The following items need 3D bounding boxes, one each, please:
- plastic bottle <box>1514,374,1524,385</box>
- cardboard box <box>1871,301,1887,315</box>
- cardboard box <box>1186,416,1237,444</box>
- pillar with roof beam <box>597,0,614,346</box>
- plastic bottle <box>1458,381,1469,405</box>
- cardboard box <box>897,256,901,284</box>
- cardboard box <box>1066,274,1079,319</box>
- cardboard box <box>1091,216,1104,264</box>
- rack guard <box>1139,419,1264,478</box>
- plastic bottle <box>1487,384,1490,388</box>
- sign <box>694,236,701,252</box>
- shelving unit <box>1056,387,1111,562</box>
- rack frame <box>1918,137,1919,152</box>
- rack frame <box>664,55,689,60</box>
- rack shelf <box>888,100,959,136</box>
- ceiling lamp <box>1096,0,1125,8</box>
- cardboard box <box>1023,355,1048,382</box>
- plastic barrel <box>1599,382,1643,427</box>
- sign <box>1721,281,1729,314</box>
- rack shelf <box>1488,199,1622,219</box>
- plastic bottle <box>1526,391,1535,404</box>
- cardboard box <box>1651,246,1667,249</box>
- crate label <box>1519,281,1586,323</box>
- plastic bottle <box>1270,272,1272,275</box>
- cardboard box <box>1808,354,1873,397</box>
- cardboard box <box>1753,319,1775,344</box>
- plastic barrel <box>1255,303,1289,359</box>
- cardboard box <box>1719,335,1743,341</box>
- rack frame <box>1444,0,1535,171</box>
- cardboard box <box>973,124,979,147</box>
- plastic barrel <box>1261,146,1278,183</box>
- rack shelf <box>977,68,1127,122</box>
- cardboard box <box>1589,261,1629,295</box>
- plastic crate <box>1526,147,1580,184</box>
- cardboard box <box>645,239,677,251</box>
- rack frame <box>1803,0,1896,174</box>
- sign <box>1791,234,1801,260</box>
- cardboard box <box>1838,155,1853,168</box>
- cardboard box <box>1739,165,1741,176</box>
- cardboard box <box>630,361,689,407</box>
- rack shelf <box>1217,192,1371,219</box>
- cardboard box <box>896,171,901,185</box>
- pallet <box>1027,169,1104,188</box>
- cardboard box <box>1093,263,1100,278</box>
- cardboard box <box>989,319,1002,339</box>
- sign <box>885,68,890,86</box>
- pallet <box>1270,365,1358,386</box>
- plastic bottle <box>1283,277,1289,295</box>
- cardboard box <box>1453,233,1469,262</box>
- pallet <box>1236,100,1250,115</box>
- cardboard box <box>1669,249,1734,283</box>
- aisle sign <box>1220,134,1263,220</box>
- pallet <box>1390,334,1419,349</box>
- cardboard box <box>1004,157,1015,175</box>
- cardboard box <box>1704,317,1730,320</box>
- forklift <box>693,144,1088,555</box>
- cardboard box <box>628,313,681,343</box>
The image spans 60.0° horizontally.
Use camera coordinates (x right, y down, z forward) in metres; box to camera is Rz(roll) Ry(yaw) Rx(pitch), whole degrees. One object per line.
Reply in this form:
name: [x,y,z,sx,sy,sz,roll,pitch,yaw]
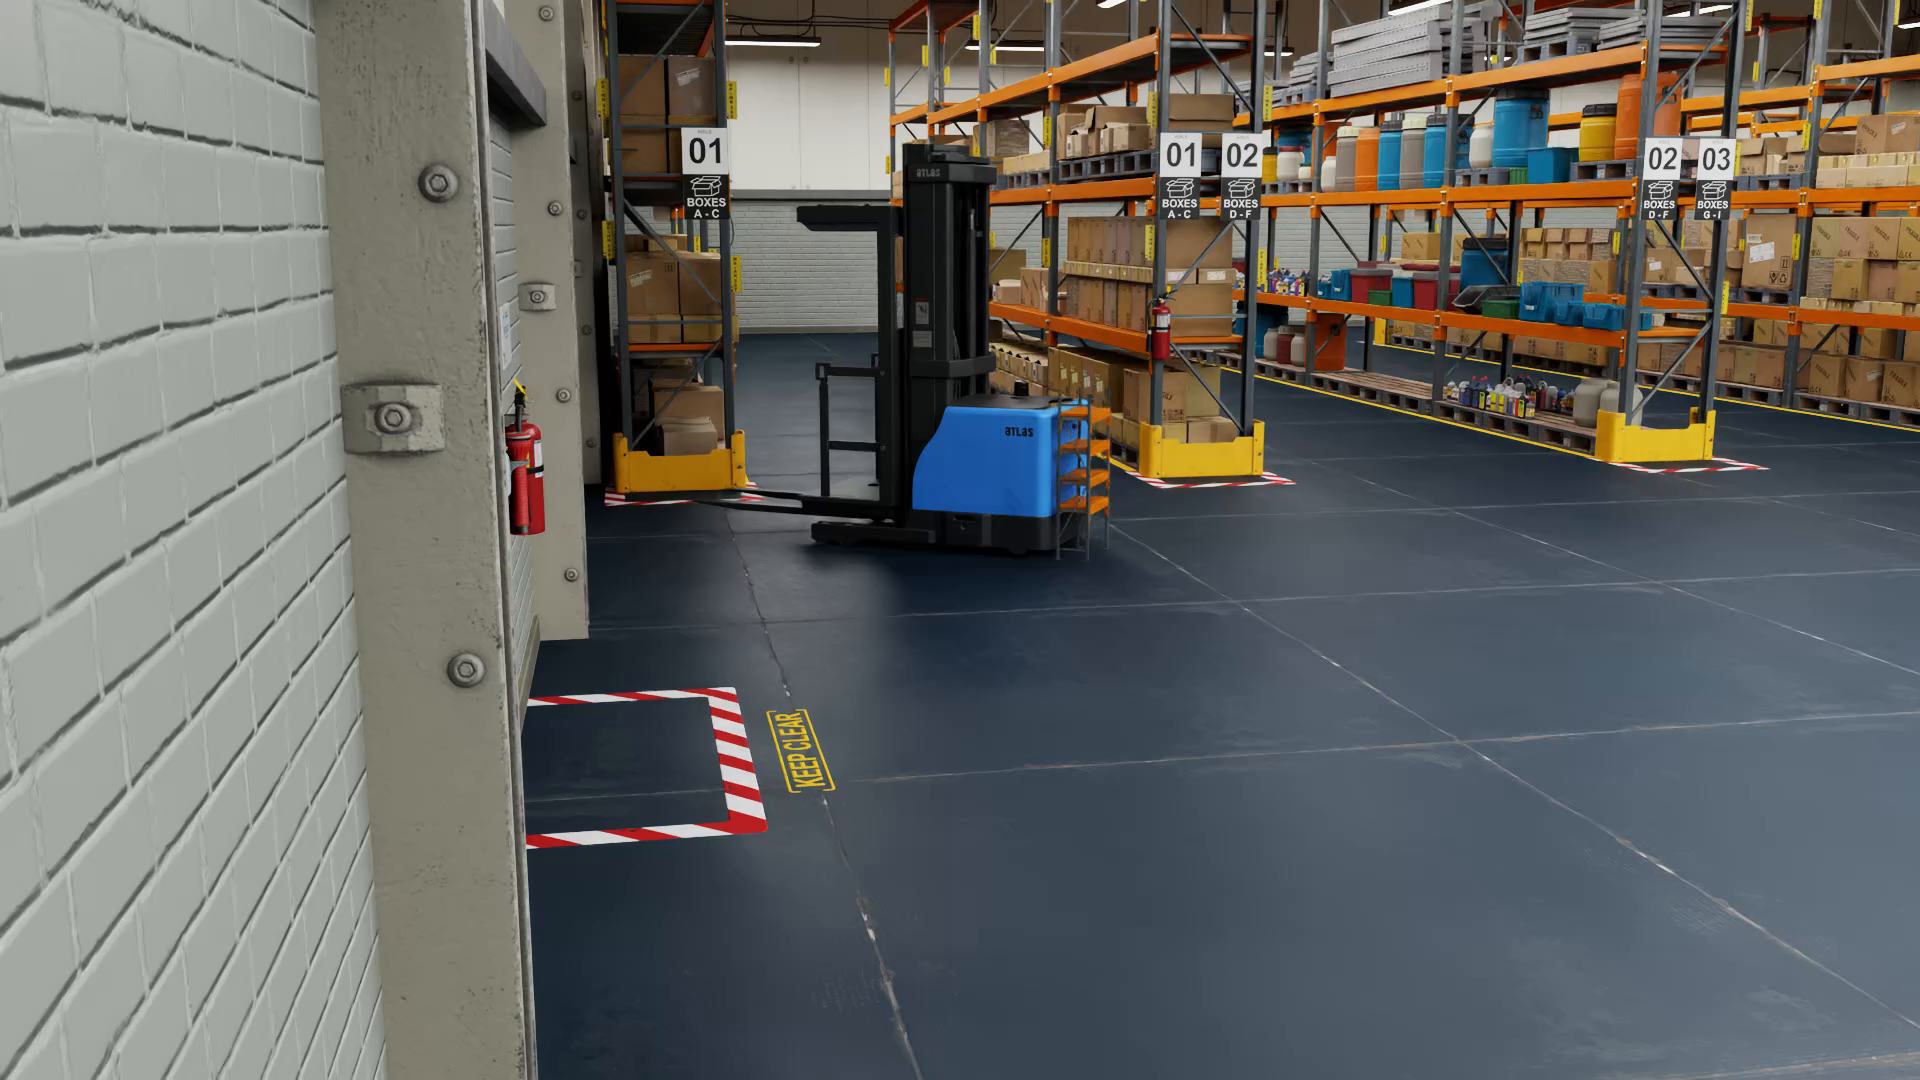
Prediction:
plastic bottle: [6.809,-1.836,20.230,0.144,0.351,0.185,-2,11,-13]
cardboard box: [11.273,-2.807,20.094,0.380,0.149,0.250,-2,11,-11]
cardboard box: [2.433,-1.078,16.569,0.500,0.250,0.500,-2,11,-11]
pillar with roof beam: [-2.802,-8.437,32.957,9.100,9.000,0.548,-2,11,-11]
plastic bottle: [6.122,-1.774,20.105,0.152,0.276,0.135,-2,11,-9]
cardboard box: [-0.860,-4.914,30.226,0.500,0.500,0.500,-2,11,-12]
cardboard box: [1.634,-2.818,19.210,0.700,0.500,0.500,-2,11,-12]
cardboard box: [1.830,-3.270,18.120,0.700,0.500,0.500,-2,11,-11]
rack guard: [2.324,-0.884,16.002,1.175,0.500,0.348,-2,11,-11]
plastic bottle: [6.297,-1.720,19.829,0.097,0.271,0.097,0,11,0]
sign: [-3.565,-3.954,22.562,0.100,0.325,0.005,-2,11,-11]
shelving unit: [0.893,-0.481,12.016,0.258,1.200,0.503,4,12,21]
rack frame: [15.366,-7.052,25.679,1.000,3.000,0.127,-2,11,-11]
rack frame: [-4.095,-6.350,21.989,1.000,3.000,0.127,-2,11,-11]
rack shelf: [-0.404,-7.276,28.789,1.077,0.370,4.000,-2,11,-11]
ceiling lamp: [2.799,-10.076,25.957,0.800,3.185,2.000,-2,11,-11]
cardboard box: [1.074,-2.140,20.647,0.500,0.311,0.500,-2,11,-9]
plastic barrel: [6.976,-1.398,17.547,0.421,0.512,0.421,0,11,0]
sign: [7.719,-2.451,16.809,0.100,0.325,0.005,-2,11,-11]
rack shelf: [10.092,-5.430,27.103,1.077,0.370,4.000,-2,11,-11]
plastic bottle: [6.474,-1.549,18.902,0.061,0.283,0.133,-2,11,-11]
cardboard box: [13.838,-5.487,32.441,0.500,0.500,0.500,-2,11,-10]
crate label: [6.555,-2.641,18.453,0.502,0.435,0.616,-2,11,-11]
plastic bottle: [5.238,-4.375,27.991,0.152,0.276,0.135,-2,11,-11]
cardboard box: [11.298,-2.113,21.336,0.500,0.500,0.500,-2,11,-13]
cardboard box: [14.471,-3.671,29.526,0.500,0.500,0.500,-2,11,-9]
plastic barrel: [5.071,-3.442,27.245,0.600,0.901,0.708,-2,11,-11]
cardboard box: [14.177,-3.704,30.634,0.380,0.149,0.250,-2,11,-10]
rack frame: [6.401,-5.976,20.028,1.000,3.000,0.127,-2,11,-11]
cardboard box: [0.486,-5.864,24.521,0.500,0.500,0.500,-2,11,-11]
plastic barrel: [5.221,-6.109,27.120,0.600,0.588,0.600,0,11,0]
rack shelf: [1.152,-5.614,21.117,1.077,0.370,4.000,-2,11,-11]
cardboard box: [10.142,-4.073,25.808,0.500,0.500,0.500,-2,11,-9]
plastic crate: [6.512,-4.100,18.235,0.392,0.384,0.575,-2,11,-11]
cardboard box: [-3.922,-3.866,21.805,0.380,0.149,0.250,-4,12,-21]
rack frame: [11.259,-6.156,20.974,1.000,3.000,0.127,-2,11,-11]
sign: [10.715,-3.757,21.317,0.100,0.325,0.005,-2,11,-11]
cardboard box: [11.138,-4.688,20.616,0.380,0.149,0.250,-3,11,-14]
cardboard box: [10.796,-5.115,23.025,0.380,0.166,0.250,-2,11,-13]
cardboard box: [-3.626,-1.884,20.083,0.700,0.500,0.500,-2,11,-12]
rack shelf: [5.234,-5.250,26.157,1.077,0.370,4.000,-2,11,-11]
cardboard box: [-0.858,-6.500,29.868,0.500,0.250,0.500,-2,11,-11]
pallet: [1.357,-4.391,20.231,0.805,0.209,1.217,-3,11,-13]
cardboard box: [1.658,-2.925,18.039,0.380,0.149,0.250,-2,11,-13]
cardboard box: [0.336,-3.113,24.533,0.500,0.250,0.500,-2,11,-9]
sign: [-1.325,-8.476,30.450,0.100,0.325,0.005,-2,11,-11]
pallet: [5.428,-2.536,25.456,1.003,0.211,1.213,-2,11,-11]
plastic bottle: [5.000,-3.894,25.476,0.097,0.271,0.097,0,11,0]
cardboard box: [9.258,-5.284,30.035,0.500,0.500,0.500,-2,11,-10]
pallet: [5.036,-7.004,27.000,1.003,0.211,1.213,-2,11,-11]
cardboard box: [10.832,-4.002,24.309,0.700,0.500,0.500,0,11,-3]
aisle sign: [2.632,-3.392,15.544,0.394,0.787,0.004,-2,11,-11]
pallet: [9.157,-3.896,32.603,1.003,0.211,1.213,-2,11,-11]
cardboard box: [0.907,-5.108,22.768,0.500,0.250,0.500,-3,11,-15]
cardboard box: [14.119,-4.083,31.036,0.380,0.149,0.250,-2,11,-12]
forklift: [-0.583,-1.483,12.650,3.031,2.935,1.130,4,12,21]
cardboard box: [-2.820,-1.950,15.267,0.500,0.250,0.500,-2,11,-10]
